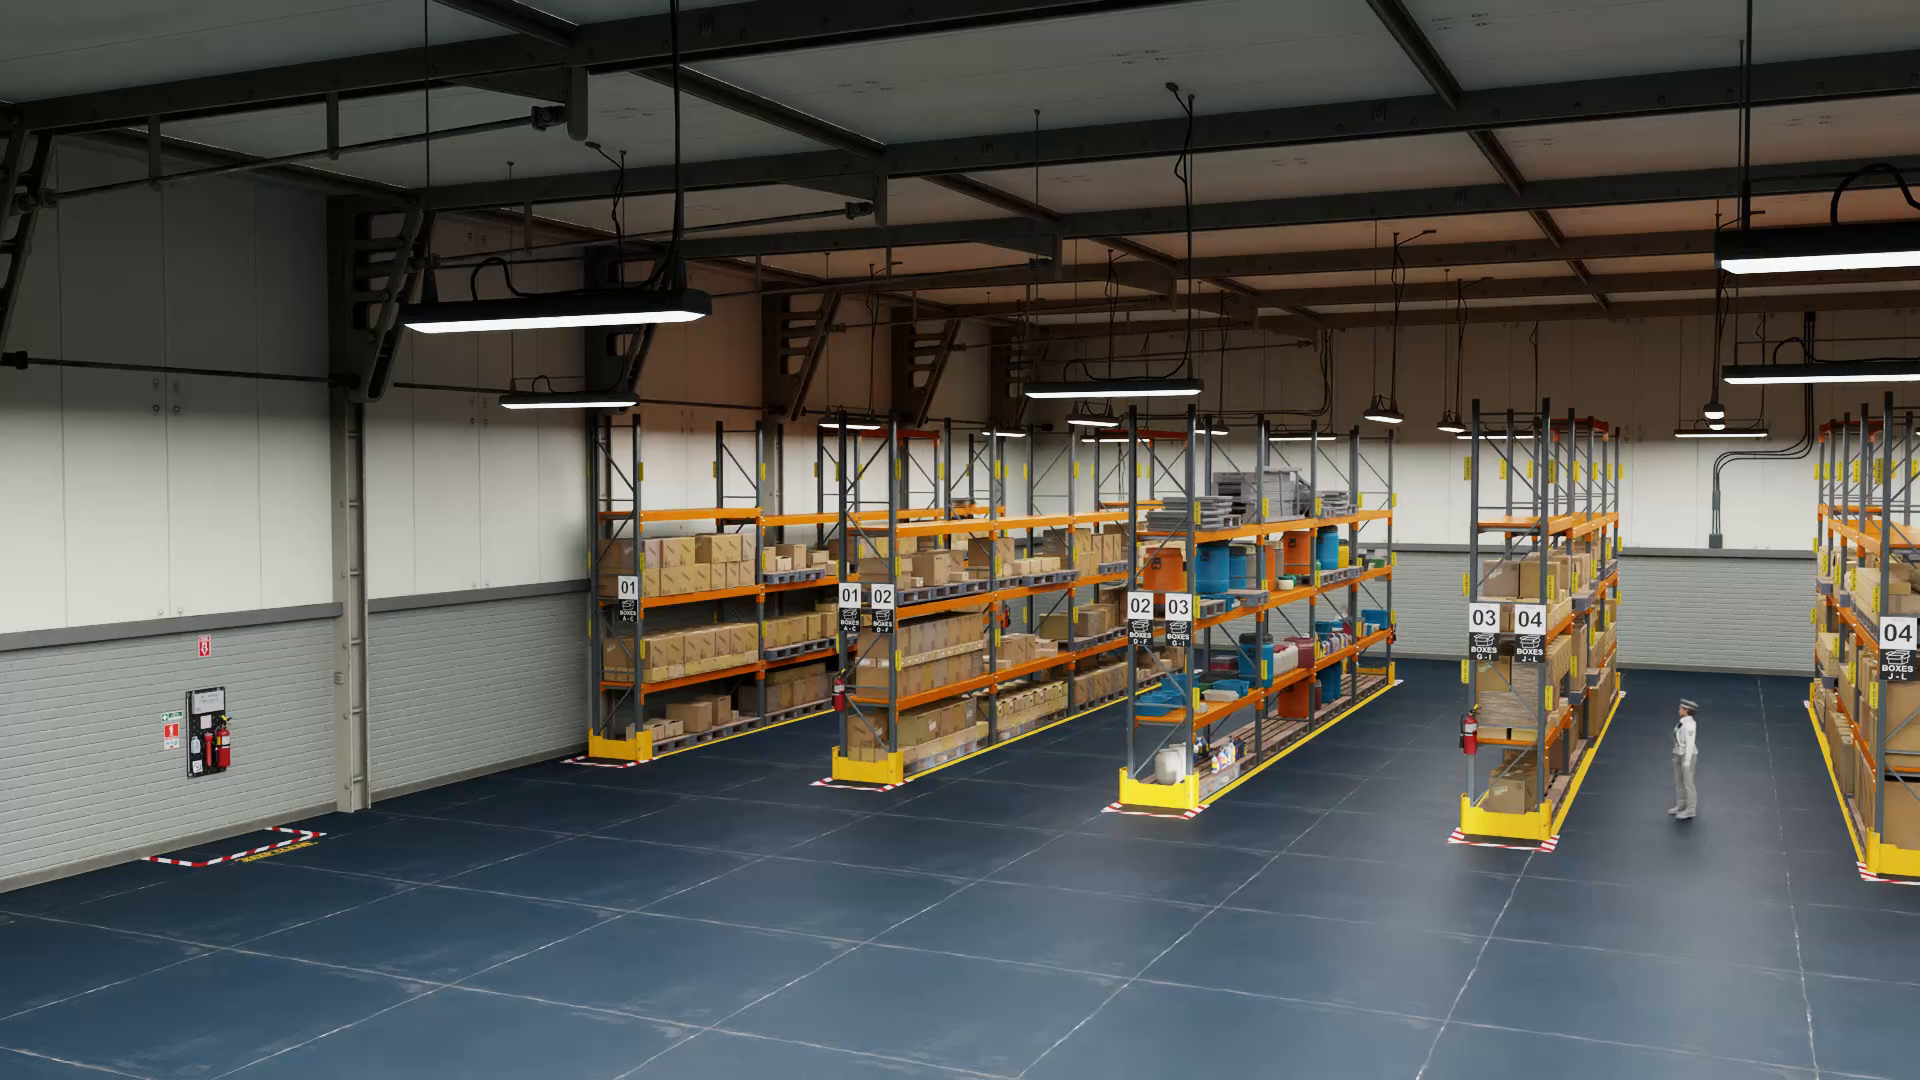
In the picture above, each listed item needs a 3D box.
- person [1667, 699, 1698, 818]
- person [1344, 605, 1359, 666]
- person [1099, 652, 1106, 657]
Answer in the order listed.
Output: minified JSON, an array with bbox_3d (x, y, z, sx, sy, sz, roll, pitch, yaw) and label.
[{"bbox_3d":[10.515,3.156,24.150,0.382,1.696,0.512,0,2,-4],"label":"person"},{"bbox_3d":[10.076,2.443,42.880,0.473,1.607,0.354,1,3,32],"label":"person"},{"bbox_3d":[3.479,2.410,41.634,0.510,1.760,0.576,1,2,18],"label":"person"}]
